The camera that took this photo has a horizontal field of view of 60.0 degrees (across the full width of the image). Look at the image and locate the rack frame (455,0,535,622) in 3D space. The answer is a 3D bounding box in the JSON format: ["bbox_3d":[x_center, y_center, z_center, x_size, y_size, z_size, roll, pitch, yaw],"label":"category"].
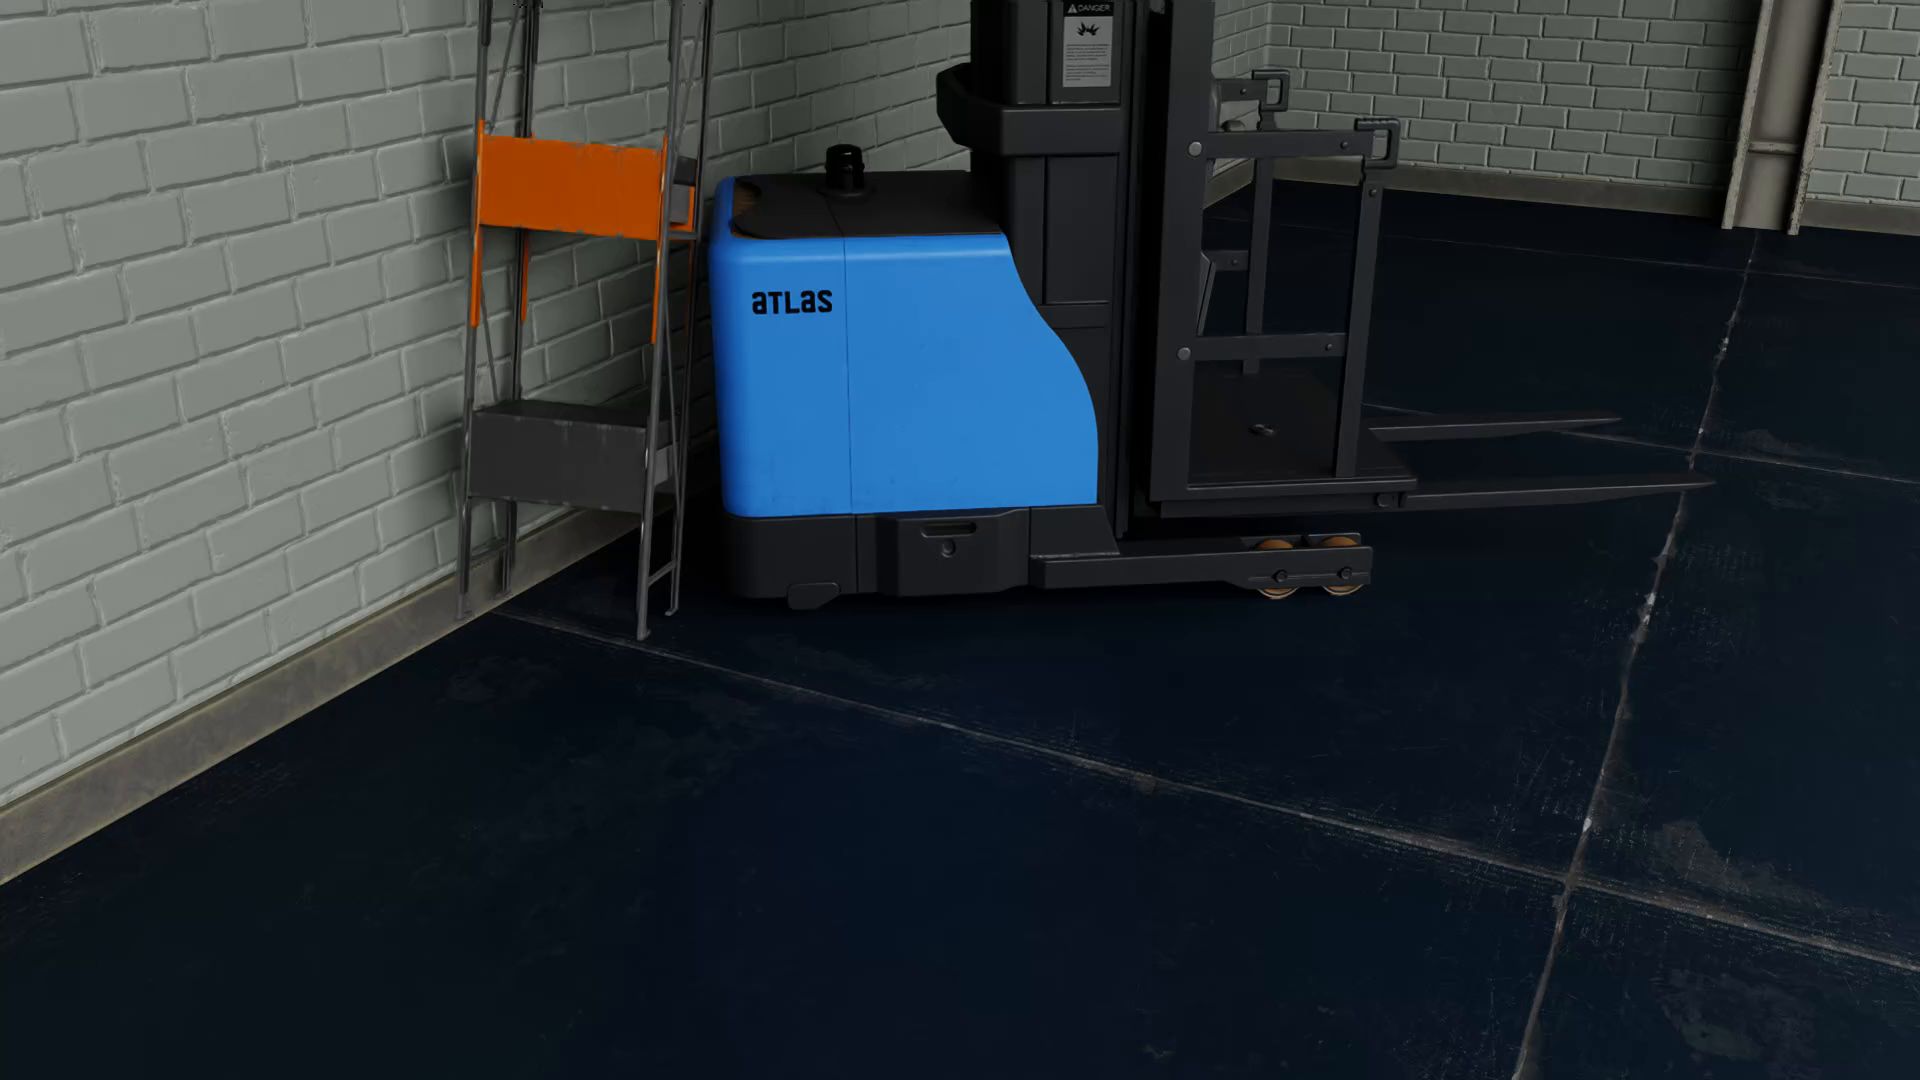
[{"bbox_3d":[-1.219,-0.848,4.409,0.015,2.100,0.400,6,10,3],"label":"rack frame"}]

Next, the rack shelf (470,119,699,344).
[{"bbox_3d":[-0.977,-0.810,4.398,0.480,0.518,0.431,6,10,3],"label":"rack shelf"}]

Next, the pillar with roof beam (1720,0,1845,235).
[{"bbox_3d":[2.600,-4.419,4.142,0.400,9.000,9.100,11,25,25],"label":"pillar with roof beam"}]

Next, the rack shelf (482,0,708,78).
[{"bbox_3d":[-0.914,-1.497,4.279,0.480,0.518,0.431,6,10,3],"label":"rack shelf"}]

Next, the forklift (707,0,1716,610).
[{"bbox_3d":[0.779,-1.383,4.758,3.031,2.935,1.130,-3,23,-6],"label":"forklift"}]

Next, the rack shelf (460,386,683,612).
[{"bbox_3d":[-1.040,-0.123,4.518,0.480,0.518,0.431,6,10,3],"label":"rack shelf"}]

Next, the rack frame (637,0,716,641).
[{"bbox_3d":[-0.734,-0.799,4.383,0.015,2.100,0.400,6,10,3],"label":"rack frame"}]

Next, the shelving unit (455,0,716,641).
[{"bbox_3d":[-0.976,-0.823,4.396,0.503,2.100,0.431,6,10,3],"label":"shelving unit"}]
